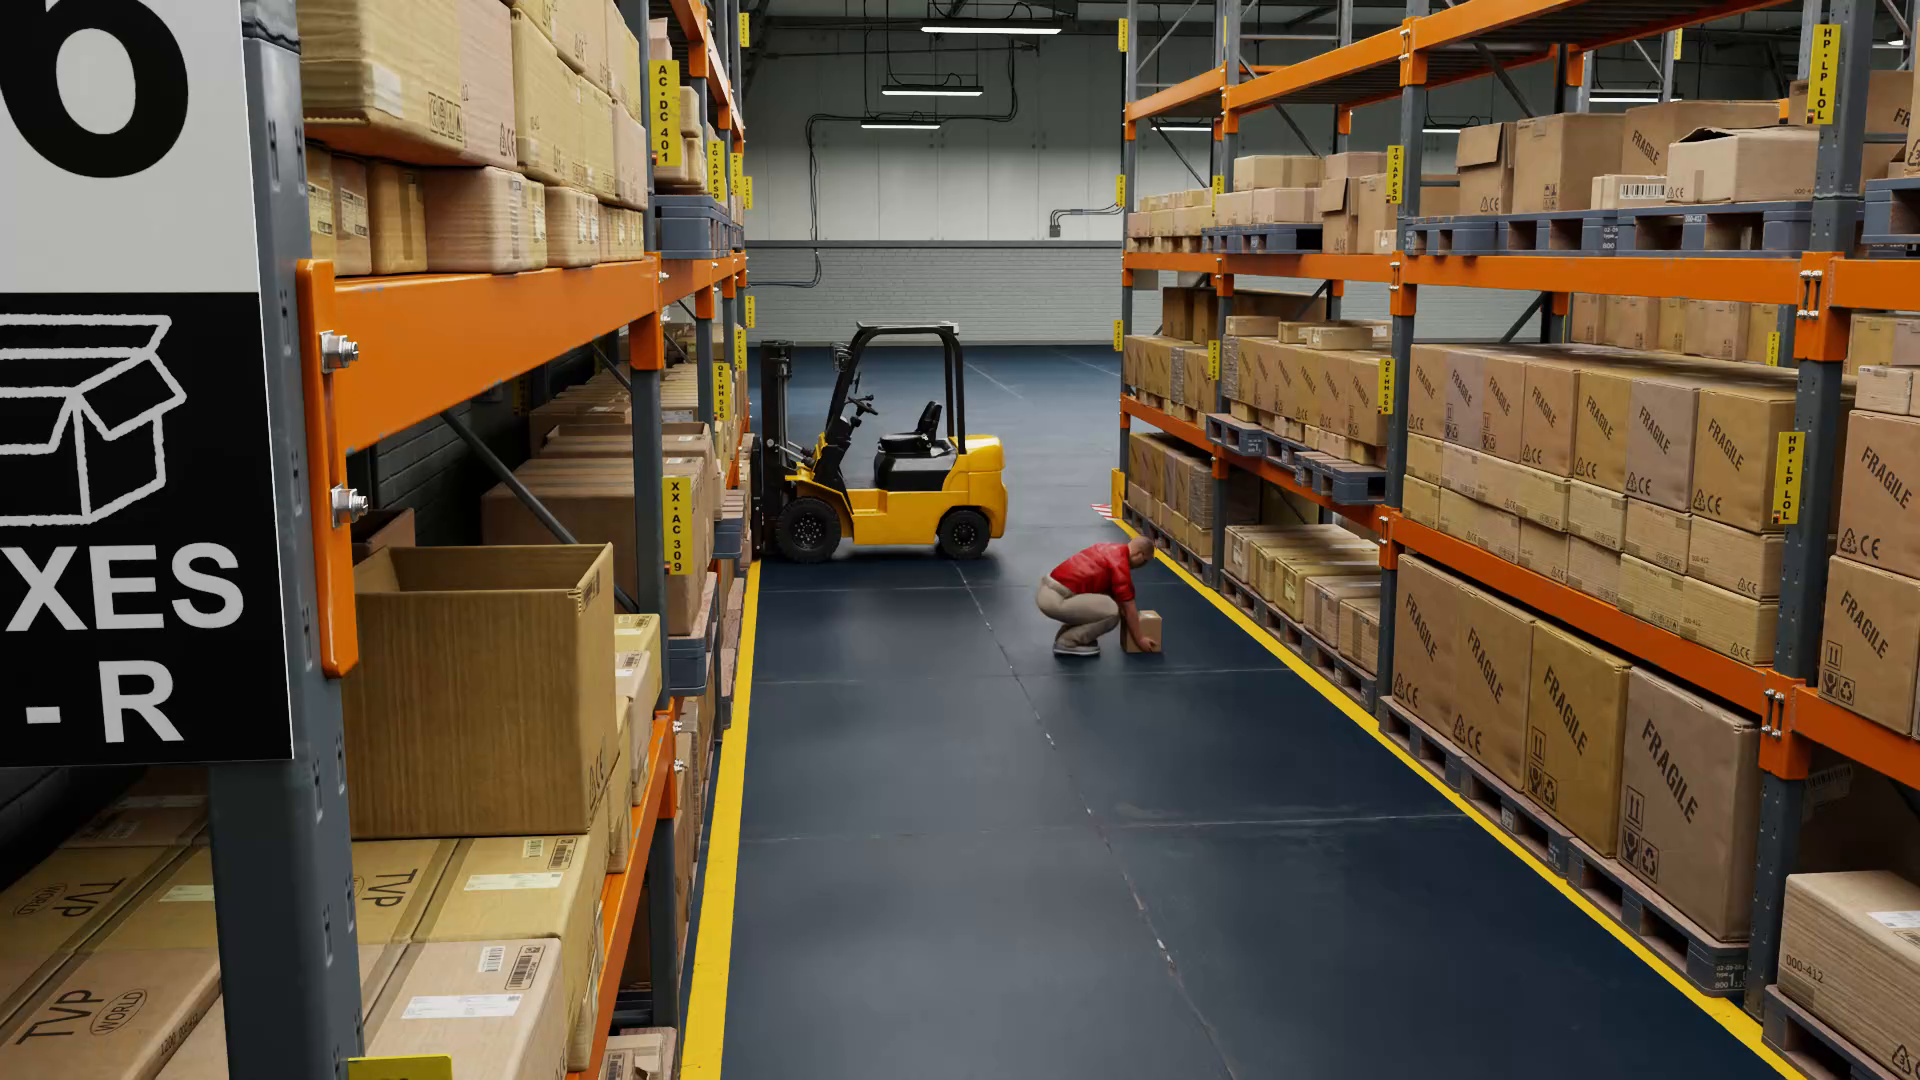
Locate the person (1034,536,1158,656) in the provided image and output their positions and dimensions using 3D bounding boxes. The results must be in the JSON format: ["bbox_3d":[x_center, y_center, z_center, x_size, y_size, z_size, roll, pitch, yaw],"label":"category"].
[{"bbox_3d":[0.967,0.410,11.888,0.872,0.855,0.545,-1,10,-6],"label":"person"}]
